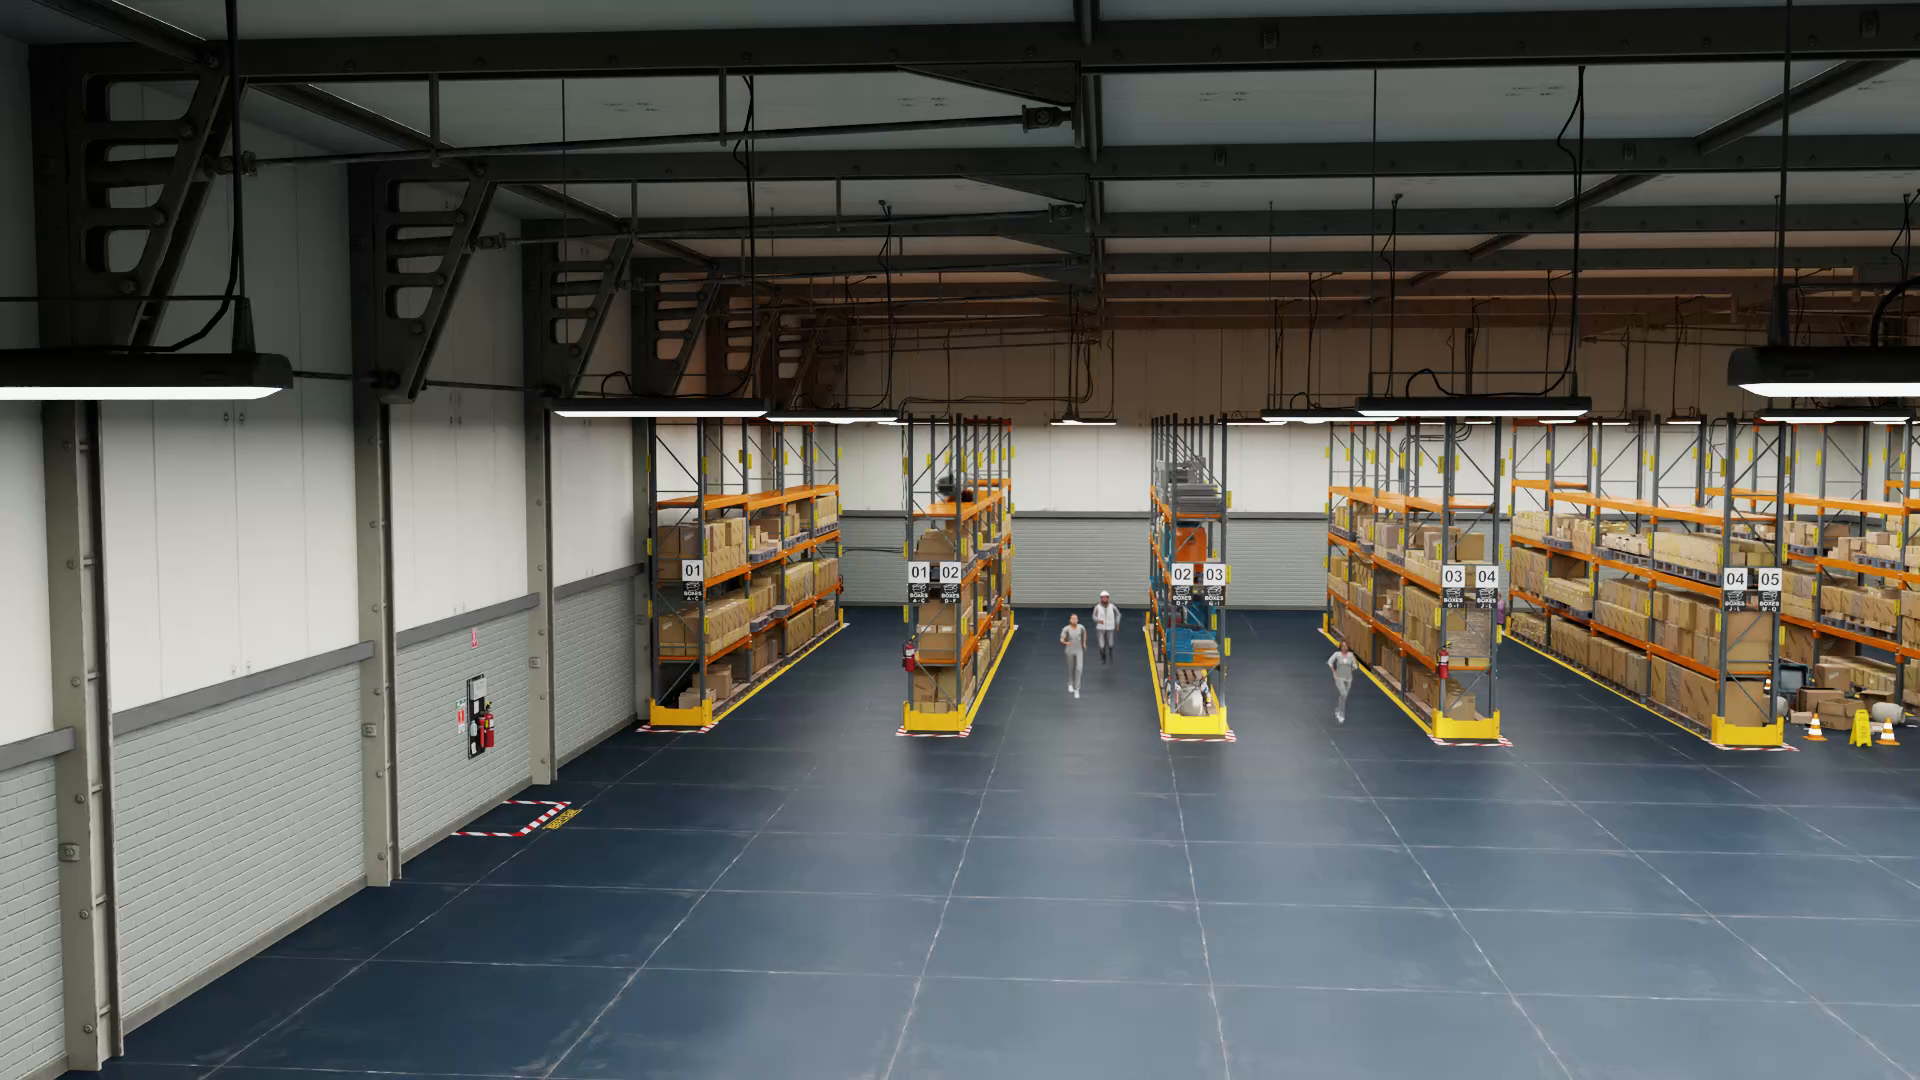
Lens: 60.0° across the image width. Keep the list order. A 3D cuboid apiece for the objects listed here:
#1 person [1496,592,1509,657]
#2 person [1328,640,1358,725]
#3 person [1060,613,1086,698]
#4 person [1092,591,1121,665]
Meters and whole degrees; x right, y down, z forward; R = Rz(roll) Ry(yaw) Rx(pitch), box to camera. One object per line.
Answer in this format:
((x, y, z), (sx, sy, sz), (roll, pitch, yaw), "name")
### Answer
((13.573, 2.113, 41.962), (0.528, 1.614, 0.714), (1, 4, 11), "person")
((7.465, 2.762, 32.329), (0.506, 1.644, 0.704), (-1, 4, -9), "person")
((2.344, 2.351, 34.301), (0.597, 1.707, 0.882), (-1, 4, -9), "person")
((3.367, 2.041, 38.214), (0.669, 1.715, 0.568), (0, 4, 2), "person")
